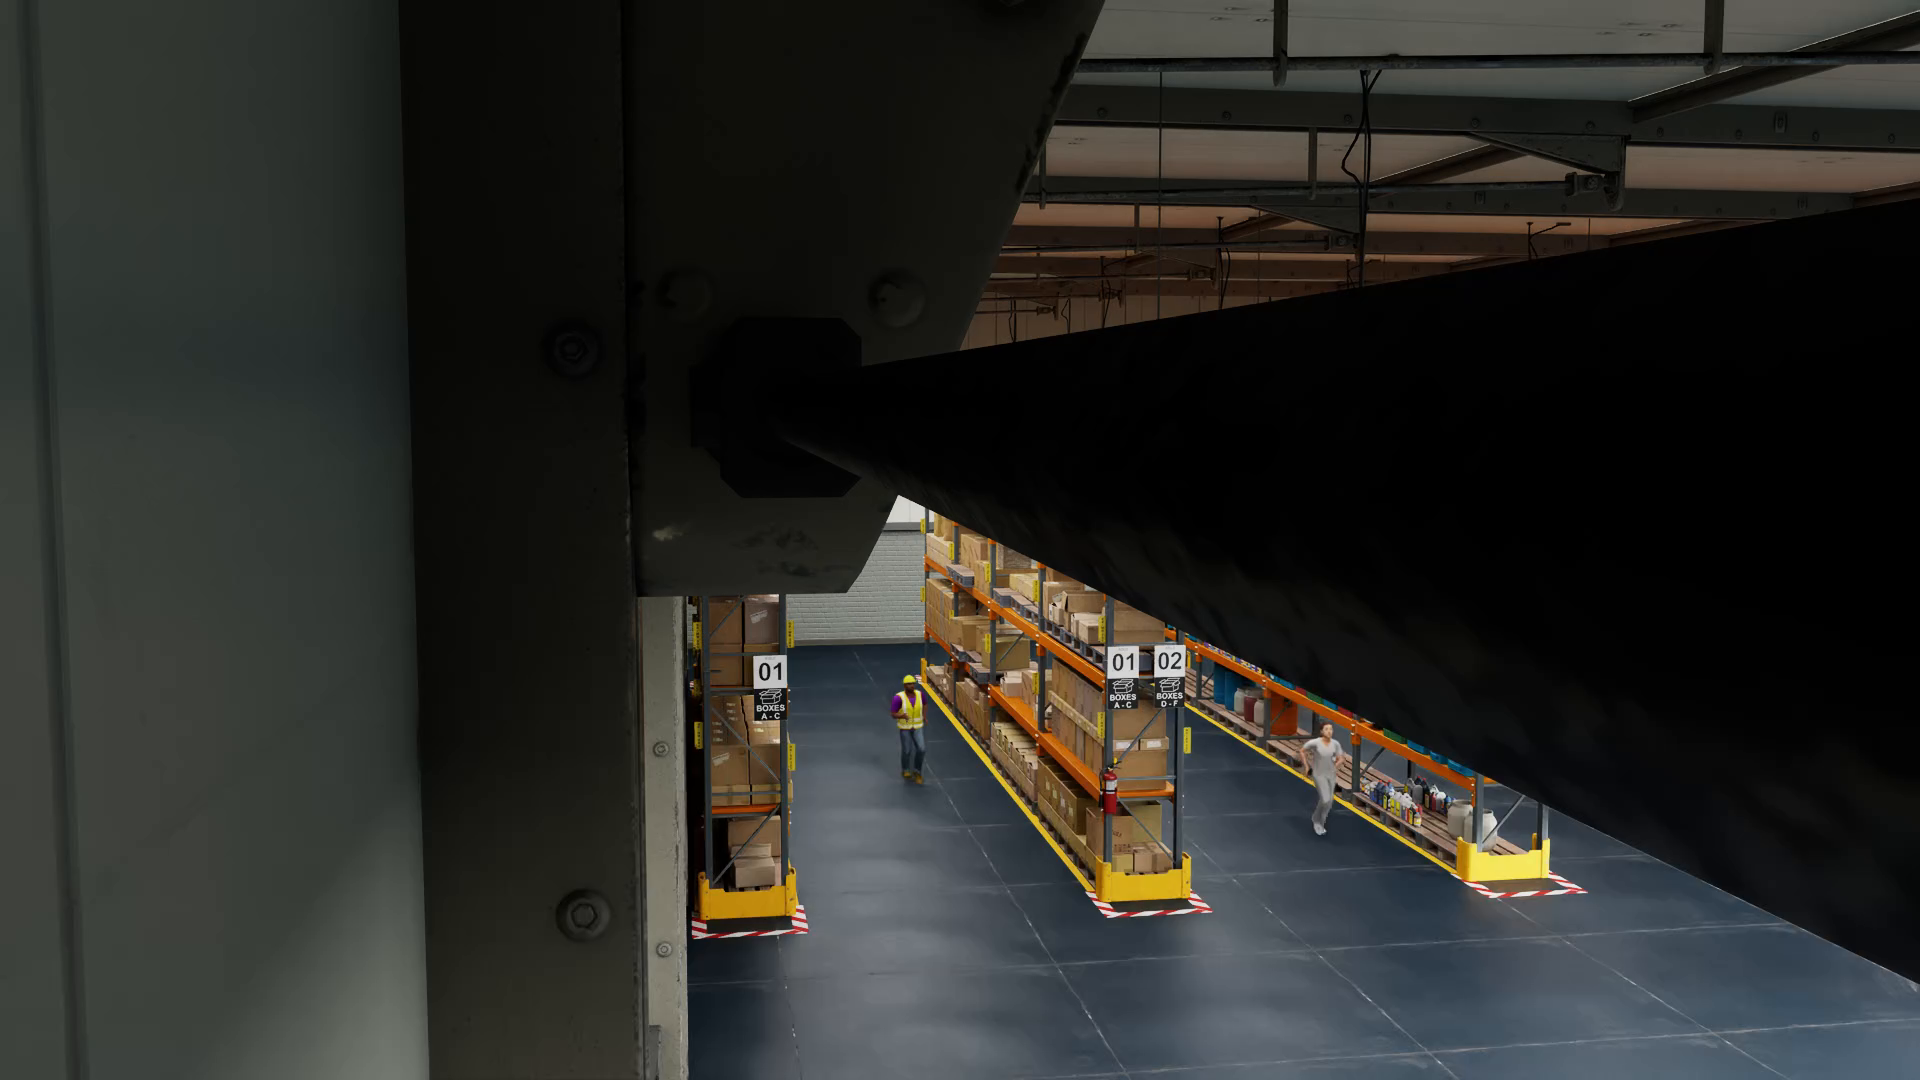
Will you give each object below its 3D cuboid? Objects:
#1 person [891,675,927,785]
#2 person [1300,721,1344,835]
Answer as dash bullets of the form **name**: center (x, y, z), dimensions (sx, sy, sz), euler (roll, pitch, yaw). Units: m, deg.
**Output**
- **person**: center (-0.799, 3.086, 27.005), dimensions (0.671, 1.806, 0.738), euler (-1, 5, -16)
- **person**: center (5.213, 3.406, 23.774), dimensions (0.555, 1.644, 0.629), euler (-1, 5, -14)
